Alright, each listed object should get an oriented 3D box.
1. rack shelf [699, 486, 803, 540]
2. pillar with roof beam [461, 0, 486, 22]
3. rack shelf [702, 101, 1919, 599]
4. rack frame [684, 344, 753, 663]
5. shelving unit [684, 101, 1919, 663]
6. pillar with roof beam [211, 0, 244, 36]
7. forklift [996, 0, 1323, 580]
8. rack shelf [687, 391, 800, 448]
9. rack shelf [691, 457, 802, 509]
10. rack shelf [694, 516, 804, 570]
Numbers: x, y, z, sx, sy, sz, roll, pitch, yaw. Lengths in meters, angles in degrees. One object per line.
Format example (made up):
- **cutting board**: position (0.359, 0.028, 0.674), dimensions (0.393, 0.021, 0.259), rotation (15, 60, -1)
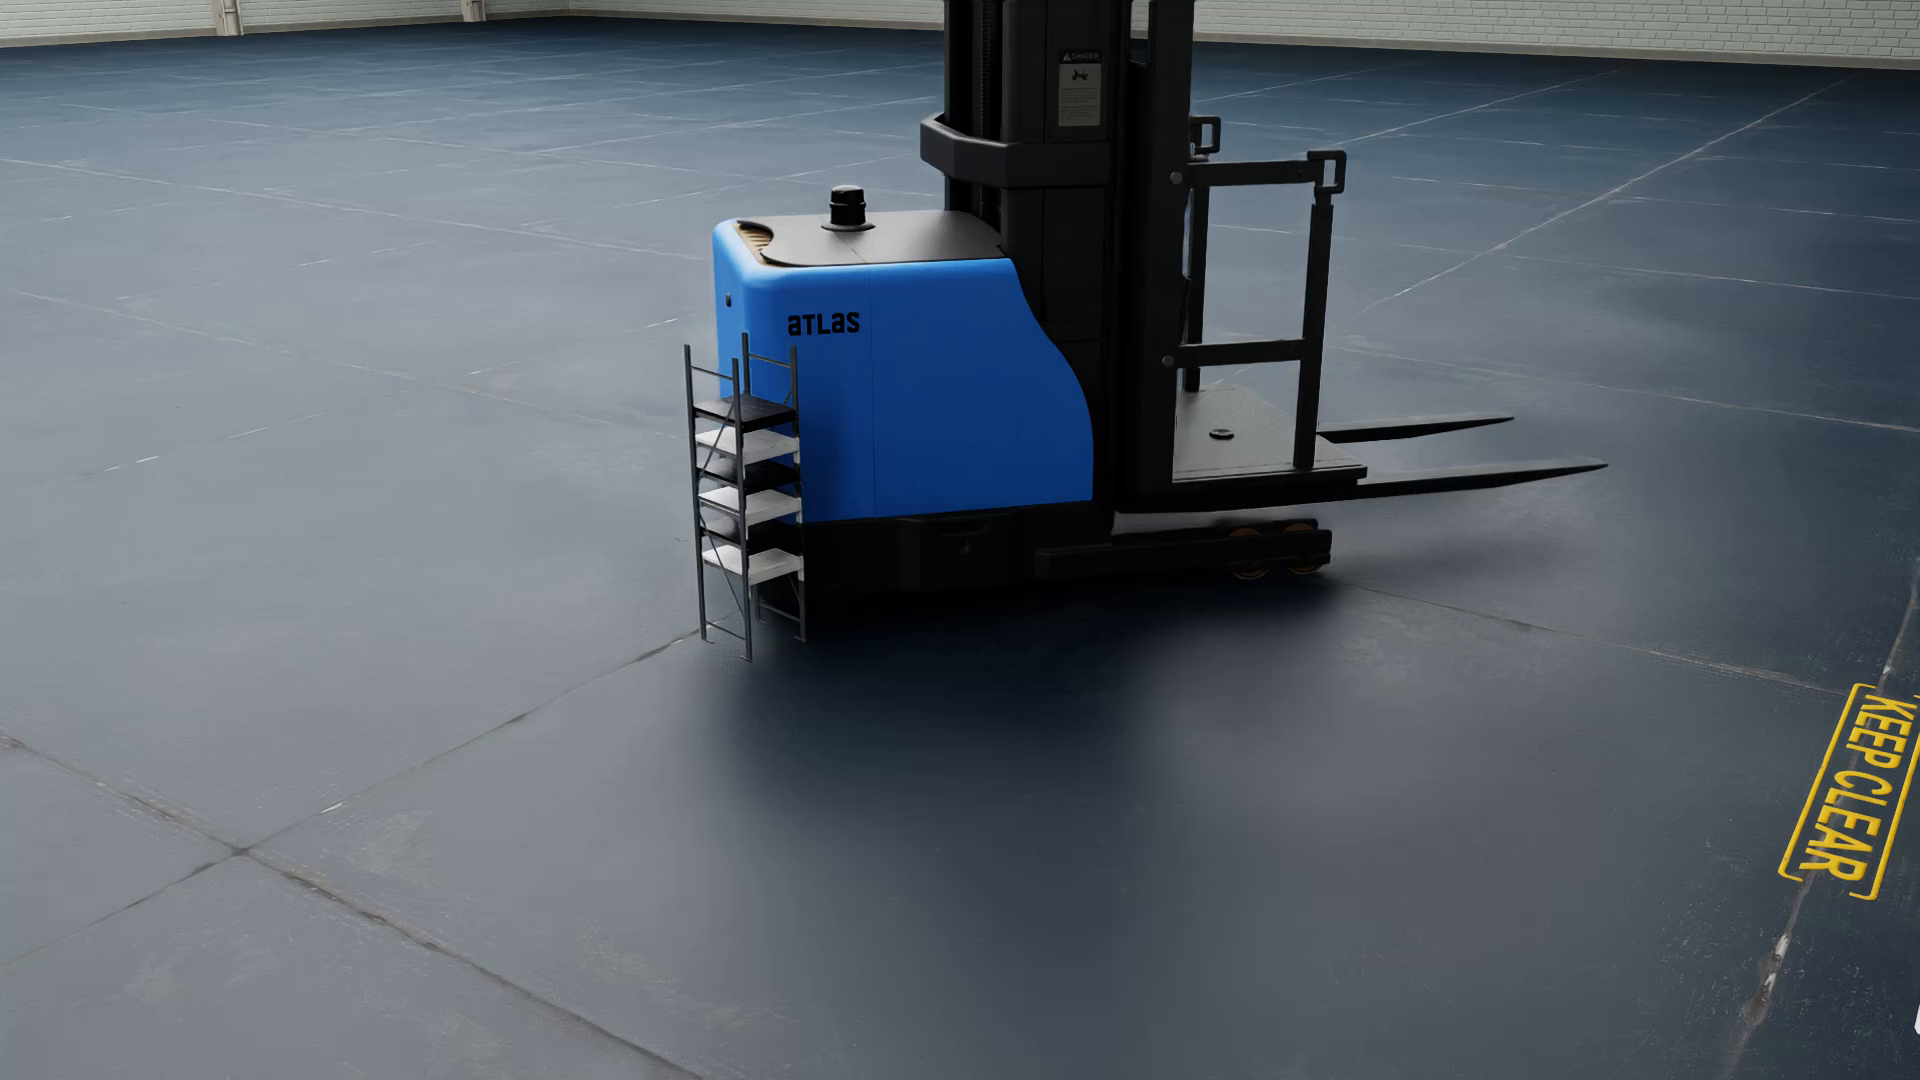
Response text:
- **rack shelf**: position (-0.614, -0.091, 4.811), dimensions (0.200, 0.077, 0.258), rotation (-19, 28, -41)
- **pillar with roof beam**: position (-7.194, -14.875, 33.009), dimensions (9.100, 9.000, 0.400), rotation (13, 24, 32)
- **rack shelf**: position (6.246, -2.373, 11.785), dimensions (20.270, 0.275, 7.037), rotation (-19, 28, -41)
- **rack frame**: position (-0.687, -0.098, 4.732), dimensions (0.006, 0.900, 0.240), rotation (-19, 28, -41)
- **shelving unit**: position (6.245, -2.665, 11.675), dimensions (20.275, 0.900, 7.037), rotation (-19, 28, -41)
- **pillar with roof beam**: position (-10.567, -13.154, 28.355), dimensions (9.100, 9.000, 0.400), rotation (13, 24, 32)
- **forklift**: position (0.732, -1.416, 5.367), dimensions (3.031, 2.935, 1.121), rotation (-5, 21, -13)
- **rack shelf**: position (-0.614, -0.345, 4.717), dimensions (0.200, 0.077, 0.258), rotation (-19, 28, -41)
- **rack shelf**: position (-0.614, -0.176, 4.779), dimensions (0.200, 0.077, 0.258), rotation (-19, 28, -41)
- **rack shelf**: position (-0.614, -0.007, 4.842), dimensions (0.200, 0.077, 0.258), rotation (-19, 28, -41)
